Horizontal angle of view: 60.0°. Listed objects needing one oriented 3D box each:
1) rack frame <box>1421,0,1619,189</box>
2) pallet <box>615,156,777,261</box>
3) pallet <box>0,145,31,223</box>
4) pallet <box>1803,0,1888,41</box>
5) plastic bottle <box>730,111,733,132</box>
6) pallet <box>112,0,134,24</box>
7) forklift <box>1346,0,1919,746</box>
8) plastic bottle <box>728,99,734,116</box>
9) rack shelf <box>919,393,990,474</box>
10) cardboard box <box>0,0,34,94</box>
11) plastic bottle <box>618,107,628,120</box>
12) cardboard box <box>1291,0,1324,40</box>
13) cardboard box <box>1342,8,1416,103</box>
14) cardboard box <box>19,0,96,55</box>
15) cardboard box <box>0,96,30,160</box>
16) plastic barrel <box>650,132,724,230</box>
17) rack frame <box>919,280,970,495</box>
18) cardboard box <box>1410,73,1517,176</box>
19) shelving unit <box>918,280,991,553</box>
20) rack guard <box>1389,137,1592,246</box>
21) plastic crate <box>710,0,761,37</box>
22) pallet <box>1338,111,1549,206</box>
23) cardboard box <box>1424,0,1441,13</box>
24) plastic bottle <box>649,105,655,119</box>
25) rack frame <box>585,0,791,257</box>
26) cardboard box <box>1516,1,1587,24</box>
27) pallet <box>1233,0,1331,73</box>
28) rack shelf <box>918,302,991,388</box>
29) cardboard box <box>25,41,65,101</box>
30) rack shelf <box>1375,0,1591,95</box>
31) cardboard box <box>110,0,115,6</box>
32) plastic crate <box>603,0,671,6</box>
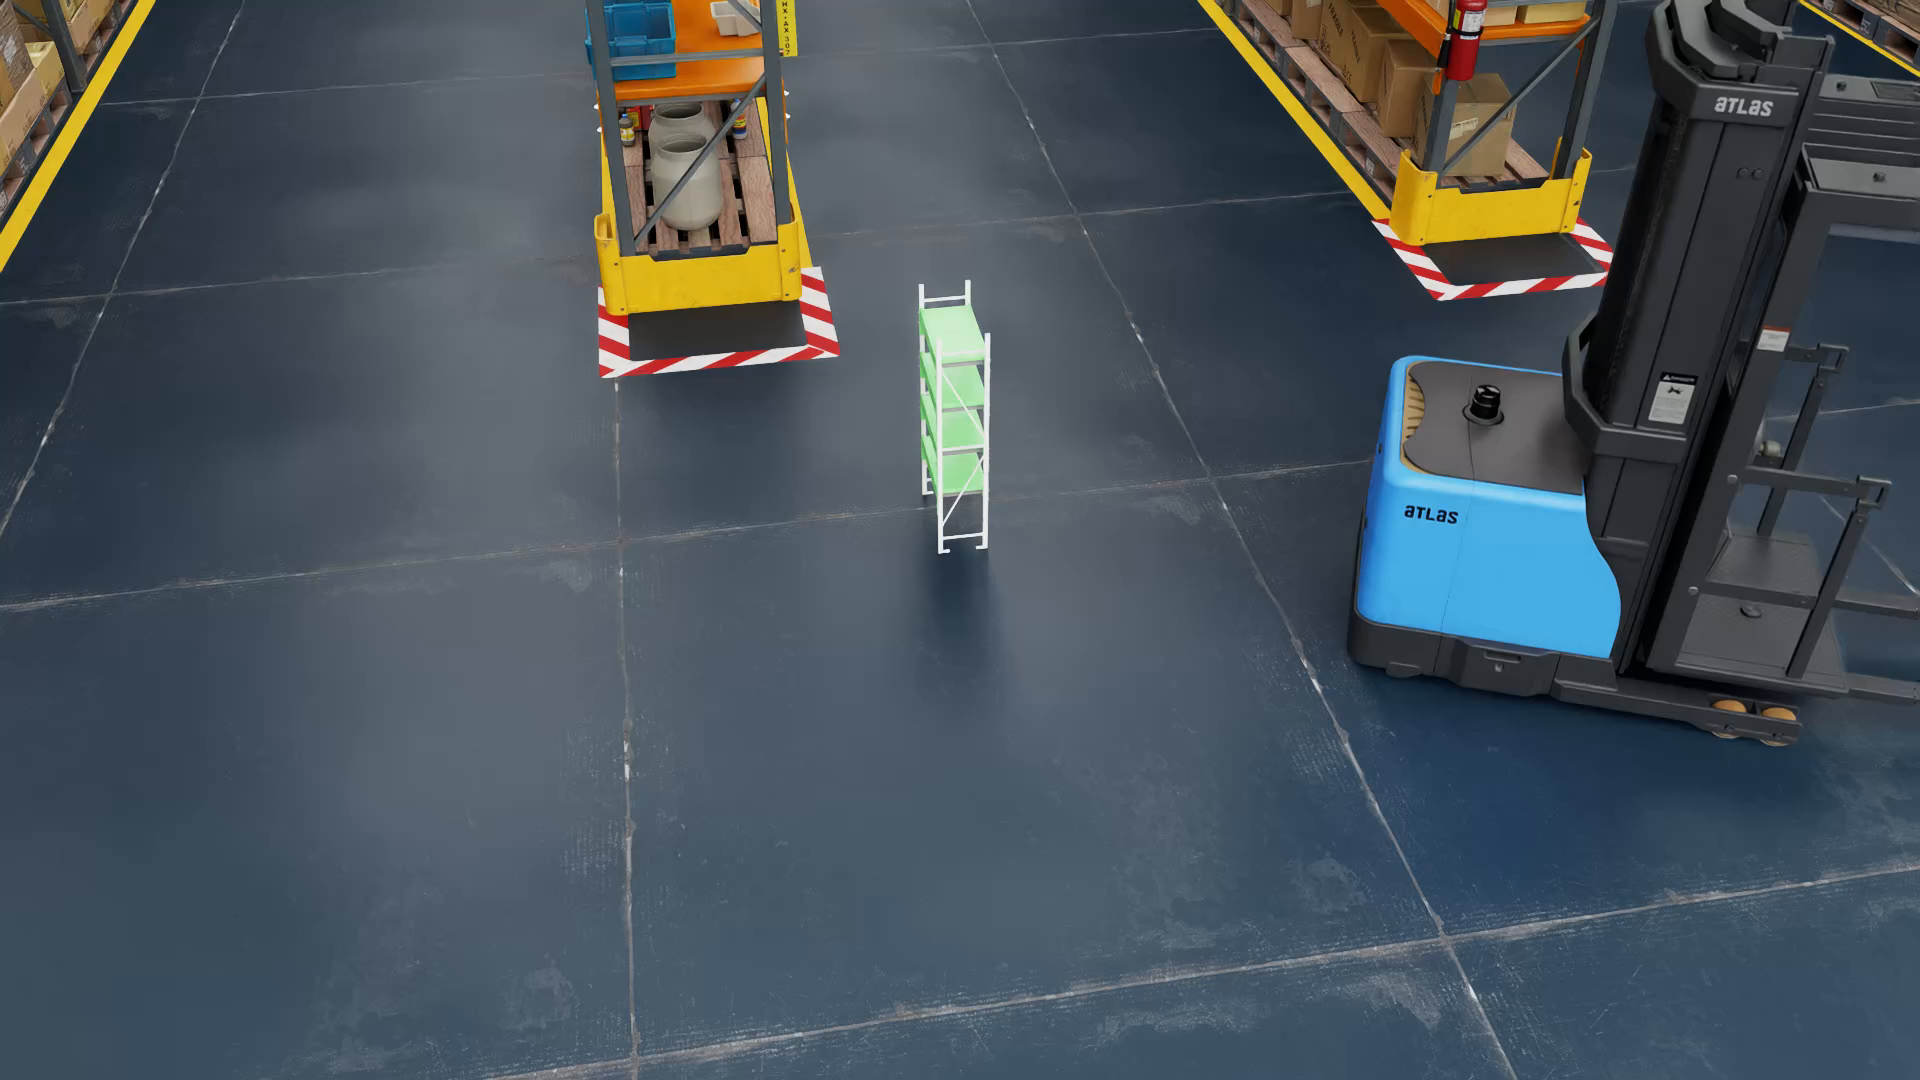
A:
[{"bbox_3d":[3.387,-3.167,9.782,1.000,3.000,0.127,-6,38,-8],"label":"rack frame"},{"bbox_3d":[-1.686,-2.066,10.637,1.003,0.211,1.213,-6,38,-8],"label":"pallet"},{"bbox_3d":[-6.753,-2.196,10.804,1.003,0.211,1.213,-6,38,-8],"label":"pallet"},{"bbox_3d":[7.643,-4.487,13.753,1.003,0.211,1.213,-6,38,-8],"label":"pallet"},{"bbox_3d":[-1.519,-2.894,11.353,0.097,0.201,0.097,0,38,0],"label":"plastic bottle"},{"bbox_3d":[-7.453,-4.598,13.897,1.003,0.211,1.213,-6,38,-8],"label":"pallet"},{"bbox_3d":[3.294,-0.647,6.594,3.031,2.935,1.130,9,39,11],"label":"forklift"},{"bbox_3d":[-1.561,-3.067,11.517,0.097,0.271,0.097,0,38,0],"label":"plastic bottle"},{"bbox_3d":[-0.029,-0.523,7.950,0.258,0.148,0.480,-6,38,-8],"label":"rack shelf"},{"bbox_3d":[-6.695,-3.336,11.287,0.500,0.500,0.500,-6,38,-8],"label":"cardboard box"},{"bbox_3d":[-2.282,-2.866,11.250,0.061,0.283,0.133,-5,38,-7],"label":"plastic bottle"},{"bbox_3d":[2.824,-4.171,12.769,0.500,0.500,0.500,5,38,7],"label":"cardboard box"},{"bbox_3d":[3.064,-3.463,11.857,0.500,0.500,0.500,-3,38,-4],"label":"cardboard box"},{"bbox_3d":[-6.895,-3.870,12.586,0.500,0.250,0.500,-7,38,-9],"label":"cardboard box"},{"bbox_3d":[-6.592,-2.740,11.131,0.500,0.250,0.500,-6,38,-8],"label":"cardboard box"},{"bbox_3d":[-1.680,-2.207,10.232,0.421,0.512,0.421,0,38,0],"label":"plastic barrel"},{"bbox_3d":[-0.072,-0.721,8.100,0.240,1.200,0.015,-6,38,-8],"label":"rack frame"},{"bbox_3d":[3.294,-2.725,10.908,0.500,0.500,0.500,0,38,1],"label":"cardboard box"},{"bbox_3d":[-0.029,-0.574,7.911,0.258,1.200,0.503,-6,38,-8],"label":"shelving unit"},{"bbox_3d":[3.373,-2.226,10.608,1.175,0.500,0.348,-6,38,-8],"label":"rack guard"},{"bbox_3d":[-1.330,-3.106,9.917,0.298,0.136,0.250,-6,38,-8],"label":"plastic crate"},{"bbox_3d":[3.266,-2.607,11.333,1.003,0.211,1.213,-6,38,-8],"label":"pallet"},{"bbox_3d":[3.090,-3.369,10.246,0.380,0.149,0.250,-6,38,-8],"label":"cardboard box"},{"bbox_3d":[-2.165,-3.029,11.526,0.097,0.201,0.097,0,38,0],"label":"plastic bottle"},{"bbox_3d":[-1.490,-2.635,9.096,1.000,3.000,0.127,-6,38,-8],"label":"rack frame"},{"bbox_3d":[3.571,-3.266,10.114,0.380,0.149,0.250,-6,38,-8],"label":"cardboard box"},{"bbox_3d":[2.838,-4.080,13.230,1.003,0.211,1.213,-6,38,-8],"label":"pallet"},{"bbox_3d":[-0.029,-0.902,7.655,0.258,0.148,0.480,-6,38,-8],"label":"rack shelf"},{"bbox_3d":[-6.772,-3.344,11.908,0.500,0.250,0.500,-6,38,-8],"label":"cardboard box"},{"bbox_3d":[3.036,-4.091,11.558,1.077,0.370,4.000,-6,38,-8],"label":"rack shelf"},{"bbox_3d":[-7.077,-4.492,13.386,0.500,0.250,0.500,-7,38,-9],"label":"cardboard box"},{"bbox_3d":[-1.980,-3.239,9.995,0.499,0.251,0.408,-6,38,-8],"label":"plastic crate"}]
